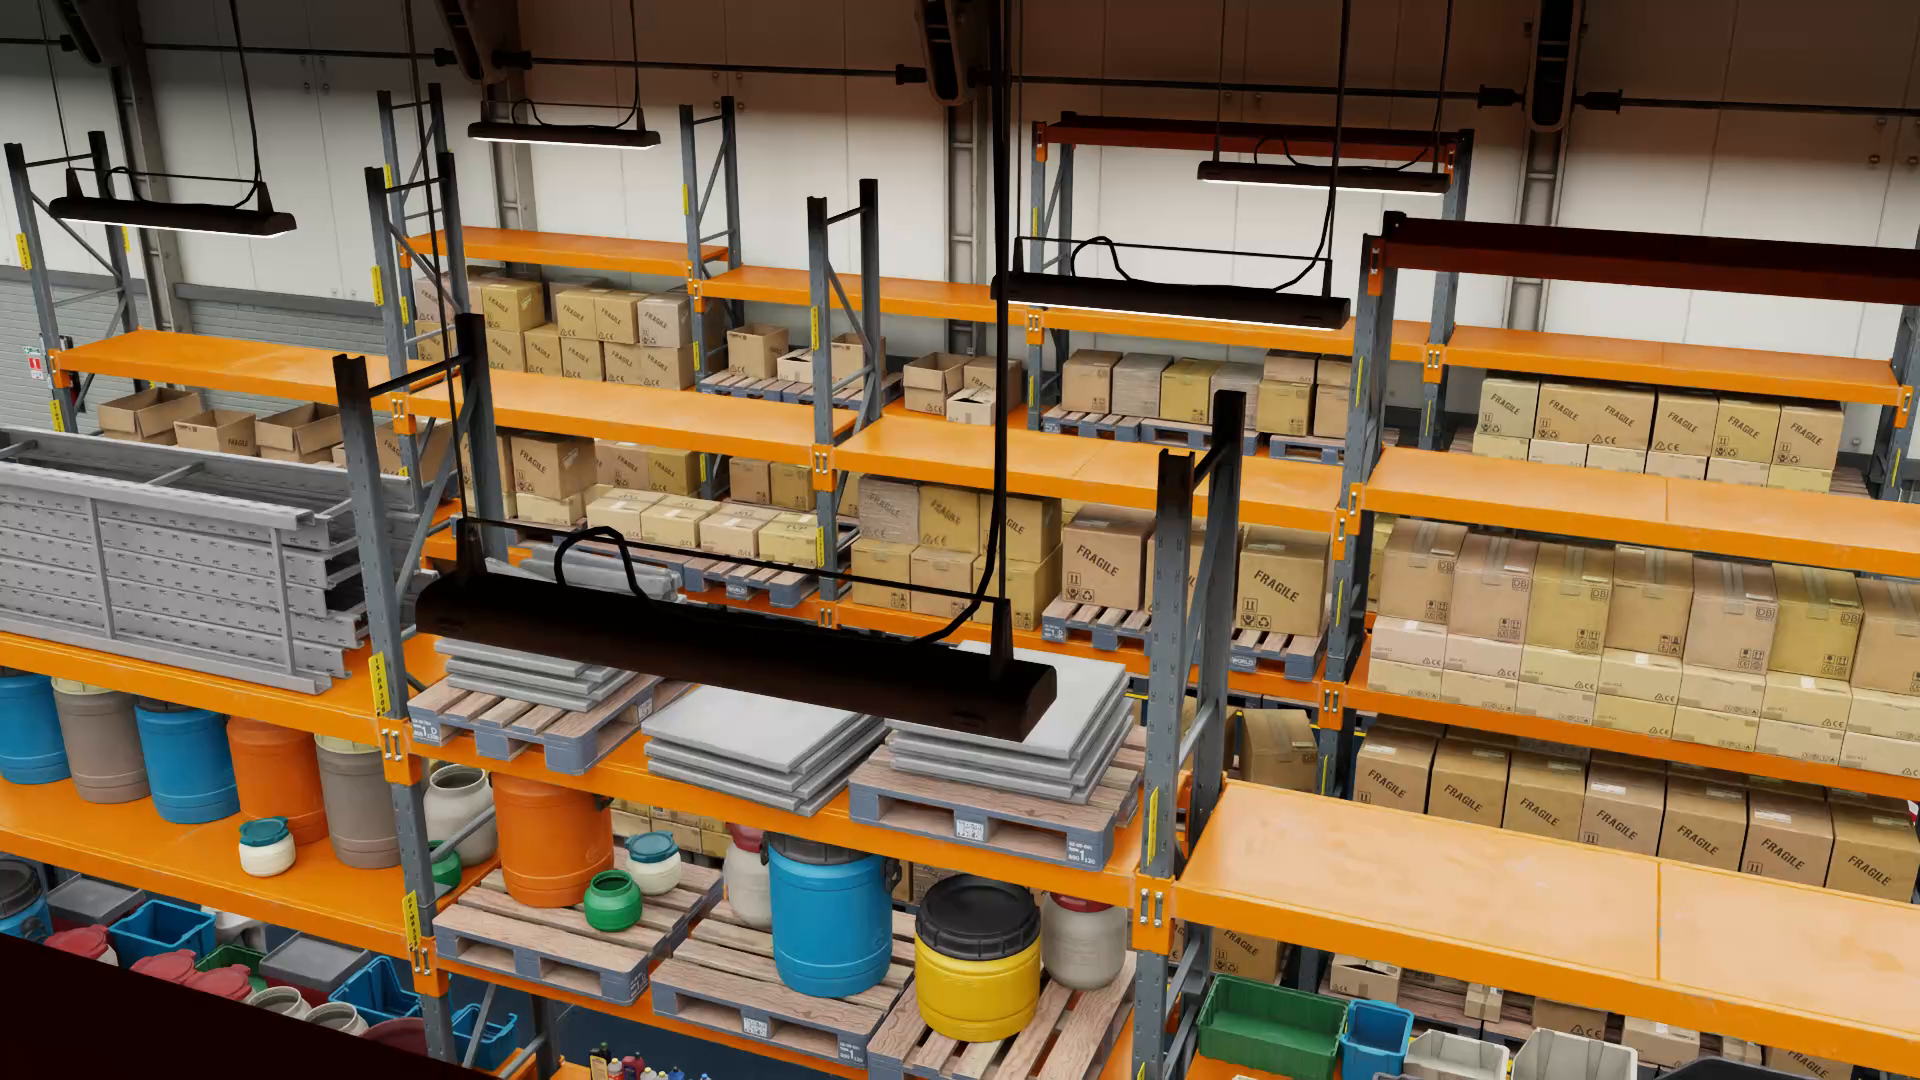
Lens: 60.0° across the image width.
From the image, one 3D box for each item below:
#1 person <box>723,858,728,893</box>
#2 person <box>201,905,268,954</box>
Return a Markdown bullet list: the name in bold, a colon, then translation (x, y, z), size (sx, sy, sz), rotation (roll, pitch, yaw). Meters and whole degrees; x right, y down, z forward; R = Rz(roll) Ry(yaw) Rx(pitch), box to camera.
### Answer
- **person**: translation (-1.631, 2.796, 12.583), size (0.566, 1.830, 0.583), rotation (9, 23, 23)
- **person**: translation (-5.485, 2.862, 12.539), size (0.516, 1.669, 0.828), rotation (-17, 27, -38)
